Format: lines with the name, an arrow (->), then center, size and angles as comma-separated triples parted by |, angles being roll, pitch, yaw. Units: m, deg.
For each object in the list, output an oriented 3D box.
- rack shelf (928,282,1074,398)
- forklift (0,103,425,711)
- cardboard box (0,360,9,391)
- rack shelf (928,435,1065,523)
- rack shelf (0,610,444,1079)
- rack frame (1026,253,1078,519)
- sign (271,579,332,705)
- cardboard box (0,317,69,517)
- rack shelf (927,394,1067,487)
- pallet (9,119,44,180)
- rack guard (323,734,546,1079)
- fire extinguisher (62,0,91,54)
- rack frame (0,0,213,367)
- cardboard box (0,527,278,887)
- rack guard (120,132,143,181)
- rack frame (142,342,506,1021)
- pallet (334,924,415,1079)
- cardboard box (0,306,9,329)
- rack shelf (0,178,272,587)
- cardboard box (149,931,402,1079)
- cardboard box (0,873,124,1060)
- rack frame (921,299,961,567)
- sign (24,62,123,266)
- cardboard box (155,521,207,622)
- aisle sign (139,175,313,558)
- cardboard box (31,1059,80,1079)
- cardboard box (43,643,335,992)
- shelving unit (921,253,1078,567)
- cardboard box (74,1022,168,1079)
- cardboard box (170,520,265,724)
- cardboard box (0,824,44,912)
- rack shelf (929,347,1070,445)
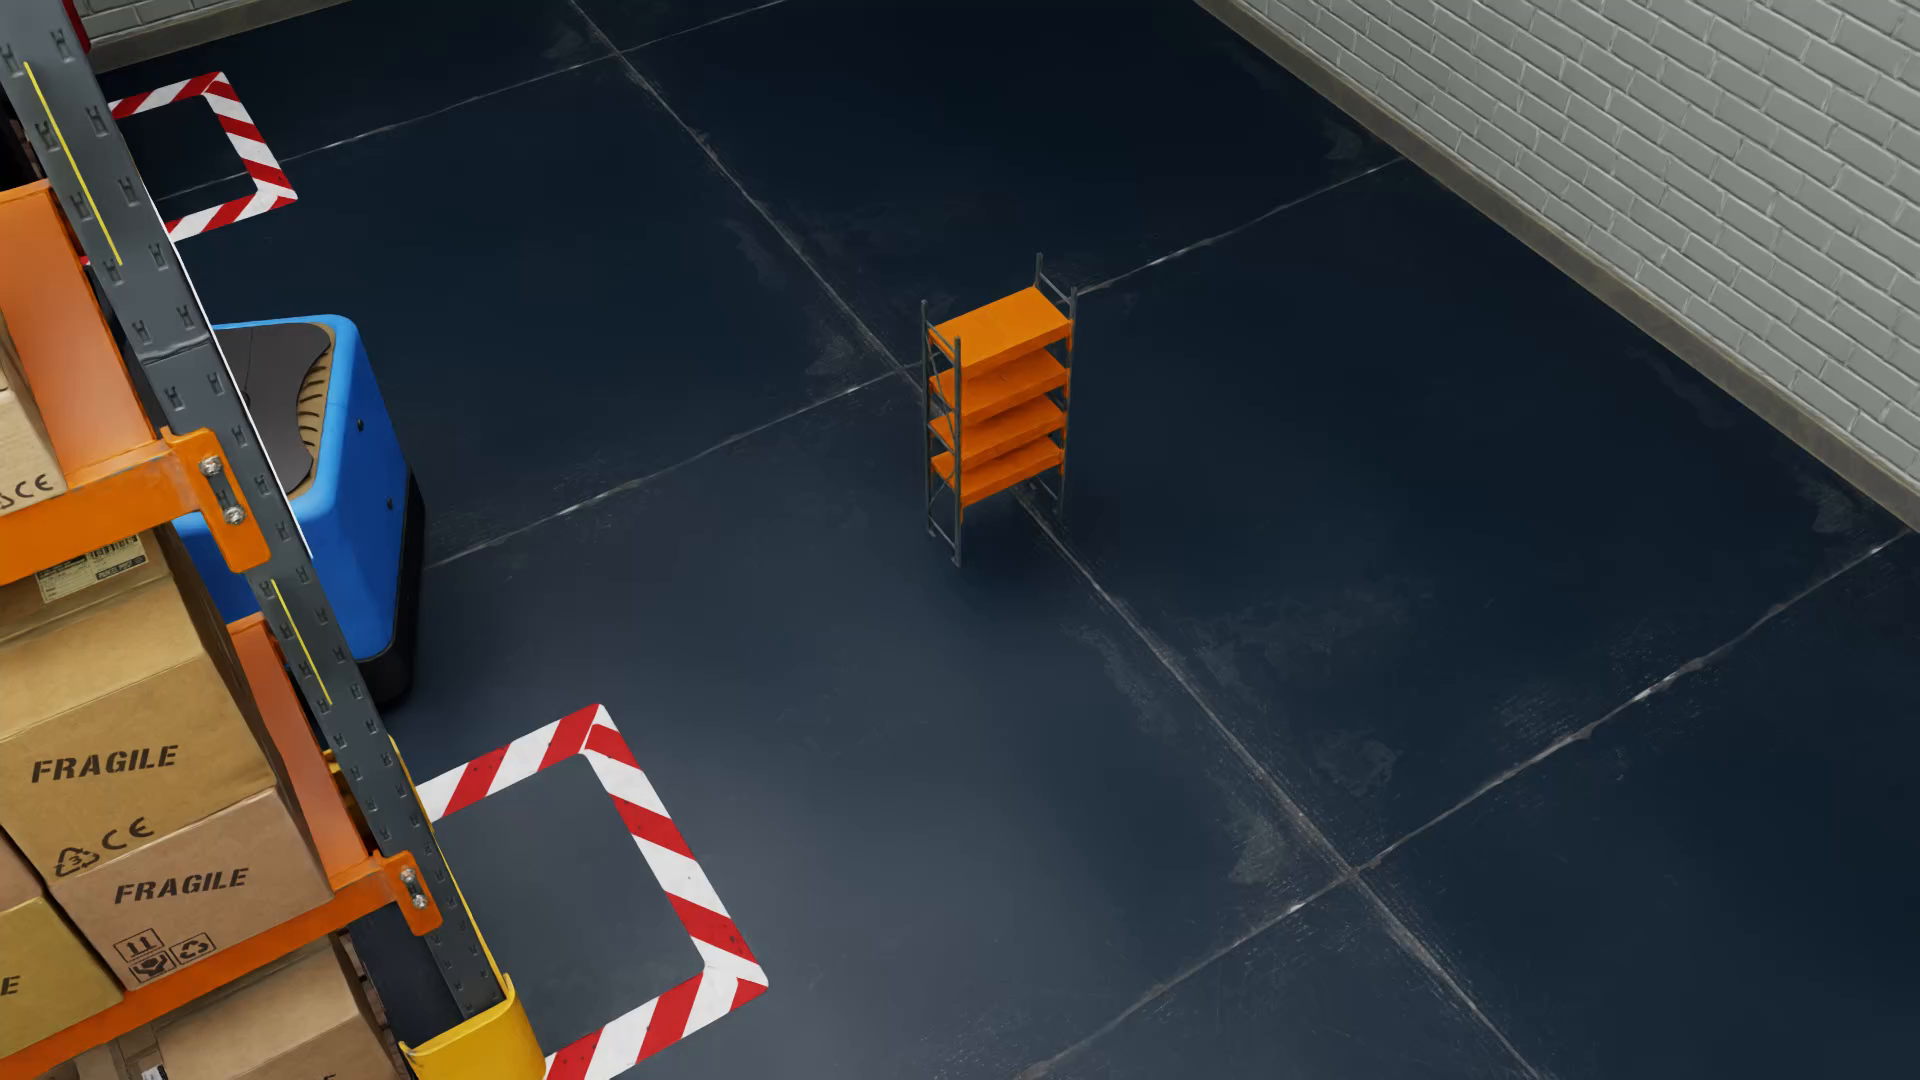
rack shelf -> 0.140, -0.726, 6.013 | 0.480, 0.148, 0.258 | -25, 53, -21
forklift -> -3.588, -0.563, 5.234 | 3.031, 2.935, 1.130 | -7, 49, -6
cardboard box -> -1.964, -0.398, 2.799 | 0.500, 0.250, 0.500 | -25, 53, -21
rack shelf -> 0.140, -0.288, 6.504 | 0.480, 0.148, 0.258 | -25, 53, -21
rack shelf -> -3.357, 1.386, 3.934 | 4.000, 0.370, 1.077 | -25, 53, -21
rack frame -> 0.346, -0.562, 6.393 | 0.015, 1.200, 0.240 | -25, 53, -21
sign -> -1.386, 0.218, 3.505 | 0.005, 0.325, 0.100 | -25, 53, -21
cardboard box -> -1.959, -0.227, 2.980 | 0.500, 0.250, 0.500 | -25, 53, -21
rack shelf -> 0.140, -0.420, 6.356 | 0.480, 0.148, 0.258 | -25, 53, -21
pallet -> -4.946, -1.482, 7.874 | 1.213, 0.211, 1.003 | -25, 53, -21
rack guard -> -1.730, 1.211, 5.282 | 0.348, 0.500, 1.175 | -25, 53, -21
fire extinguisher -> -3.938, -2.396, 7.122 | 0.183, 0.674, 0.296 | -25, 53, -21
rack frame -> -1.666, -1.645, 2.135 | 0.127, 3.000, 1.000 | -25, 53, -21
cardboard box -> -1.895, 0.335, 3.652 | 0.500, 0.500, 0.500 | -26, 53, -21
rack guard -> -4.292, -1.956, 8.102 | 0.348, 0.500, 1.175 | -25, 53, -21
rack frame -> -1.666, 0.350, 4.375 | 0.127, 3.000, 1.000 | -25, 53, -21
pallet -> -2.404, 1.626, 5.106 | 1.213, 0.211, 1.003 | -25, 53, -21
cardboard box -> -2.236, -0.554, 3.272 | 0.500, 0.250, 0.500 | -25, 53, -21
rack shelf -> -3.357, 0.388, 2.814 | 4.000, 0.370, 1.077 | -25, 53, -21
cardboard box -> -1.994, 1.407, 4.813 | 0.500, 0.500, 0.500 | -25, 53, -21
cardboard box -> -2.336, 0.876, 3.840 | 0.500, 0.500, 0.500 | -25, 53, -20
rack frame -> -0.066, -0.368, 6.219 | 0.015, 1.200, 0.240 | -25, 53, -21
sign -> -1.386, -0.584, 2.605 | 0.005, 0.325, 0.100 | -25, 53, -21
cardboard box -> -2.181, -0.006, 3.955 | 0.500, 0.500, 0.500 | -24, 52, -20
aisle sign -> -1.444, -0.348, 3.256 | 0.004, 0.787, 0.394 | -25, 53, -21
cardboard box -> -2.700, 1.355, 5.027 | 0.500, 0.250, 0.500 | -25, 53, -21
cardboard box -> -1.899, 0.667, 4.026 | 0.500, 0.500, 0.500 | -24, 52, -20
shelving unit -> 0.140, -0.465, 6.306 | 0.503, 1.200, 0.258 | -25, 53, -21
cardboard box -> -2.384, 1.623, 4.844 | 0.250, 0.166, 0.380 | -25, 53, -21
cardboard box -> -2.181, 0.327, 4.329 | 0.500, 0.500, 0.500 | -24, 53, -20
cardboard box -> -2.322, 0.537, 3.472 | 0.500, 0.500, 0.500 | -24, 53, -20
rack shelf -> 0.140, -0.569, 6.189 | 0.480, 0.148, 0.258 | -25, 53, -21
